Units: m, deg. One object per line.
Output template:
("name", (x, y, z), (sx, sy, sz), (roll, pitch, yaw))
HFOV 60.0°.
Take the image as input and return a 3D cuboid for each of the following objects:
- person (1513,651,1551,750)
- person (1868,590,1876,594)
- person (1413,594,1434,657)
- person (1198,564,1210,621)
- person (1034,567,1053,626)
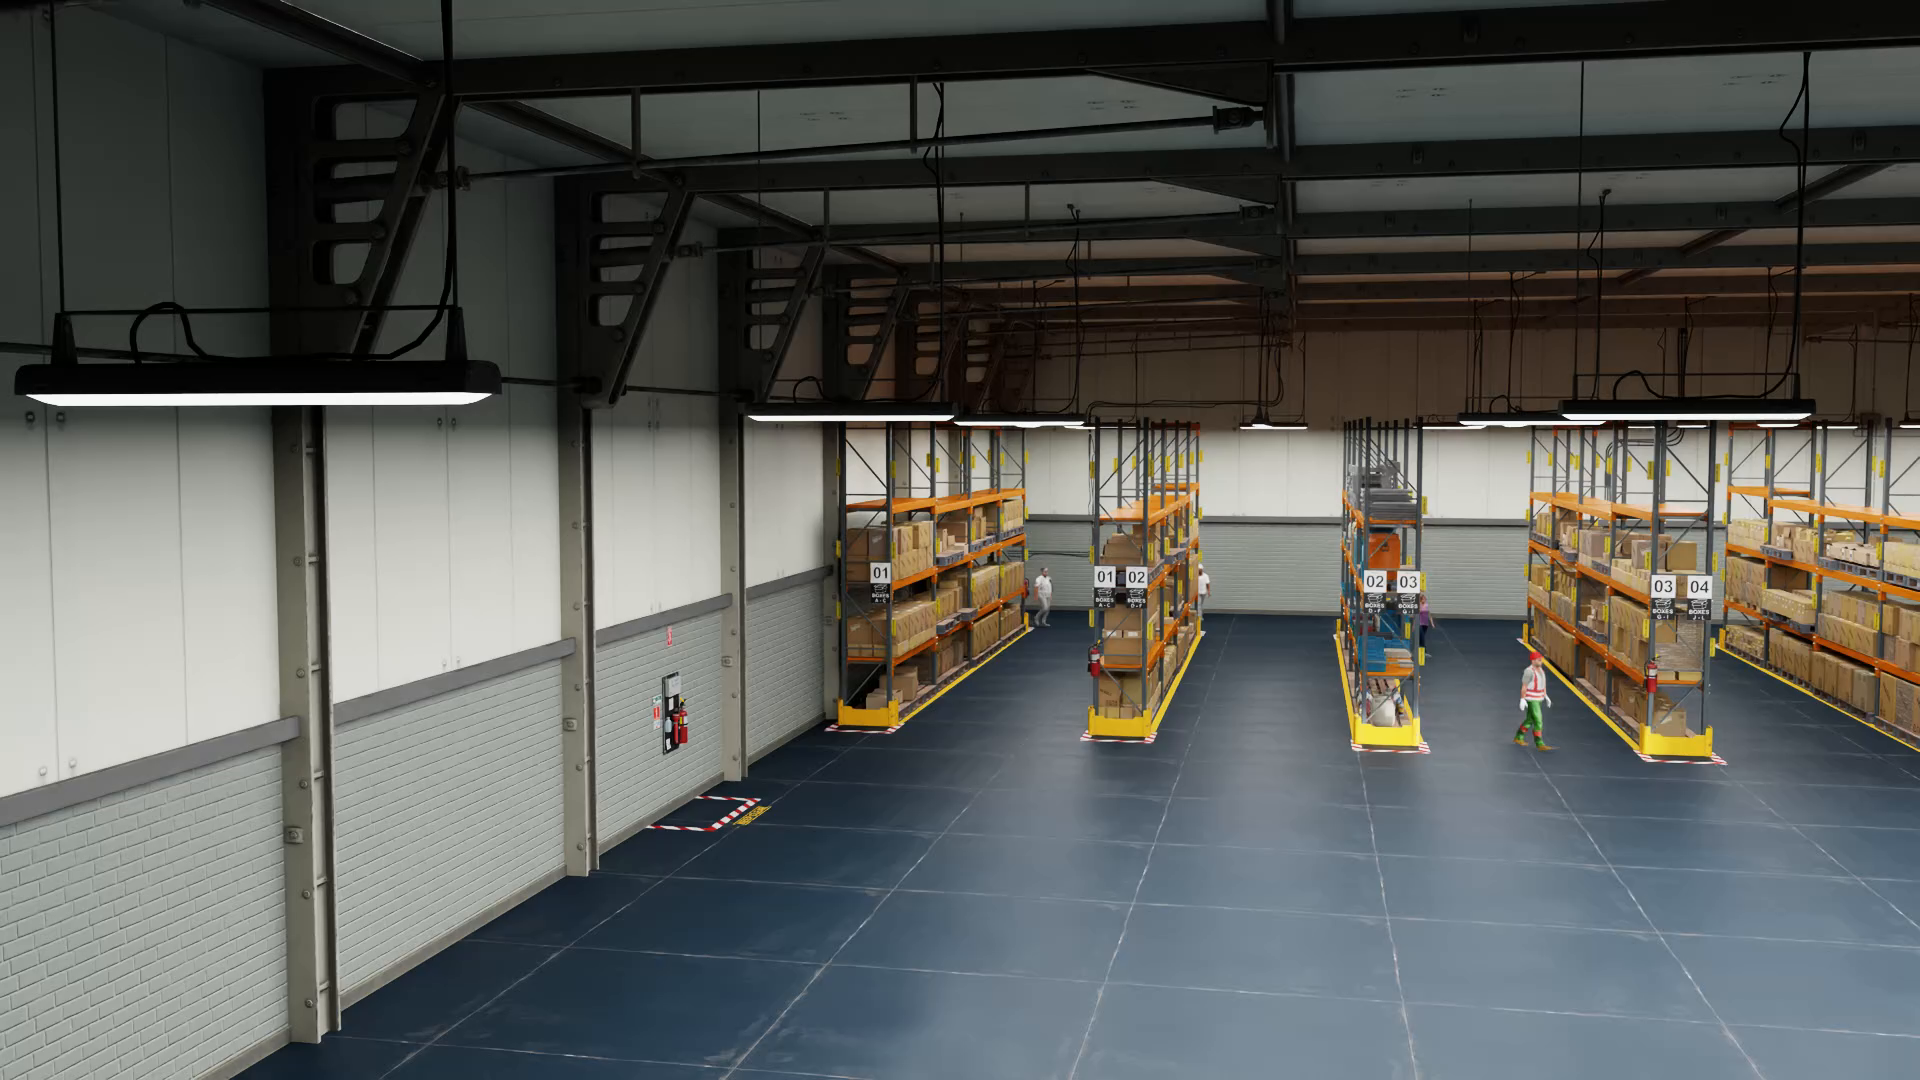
("person", (10.393, 2.894, 30.086), (0.590, 1.779, 0.825), (-4, 5, -44))
("person", (23.557, 2.093, 43.047), (0.465, 1.634, 0.902), (-4, 5, -45))
("person", (11.815, 2.175, 42.331), (0.481, 1.583, 0.678), (-1, 4, -22))
("person", (7.270, 1.586, 50.374), (0.558, 1.706, 1.122), (-1, 4, -14))
("person", (2.454, 1.659, 48.776), (0.510, 1.762, 0.555), (3, 5, 36))
